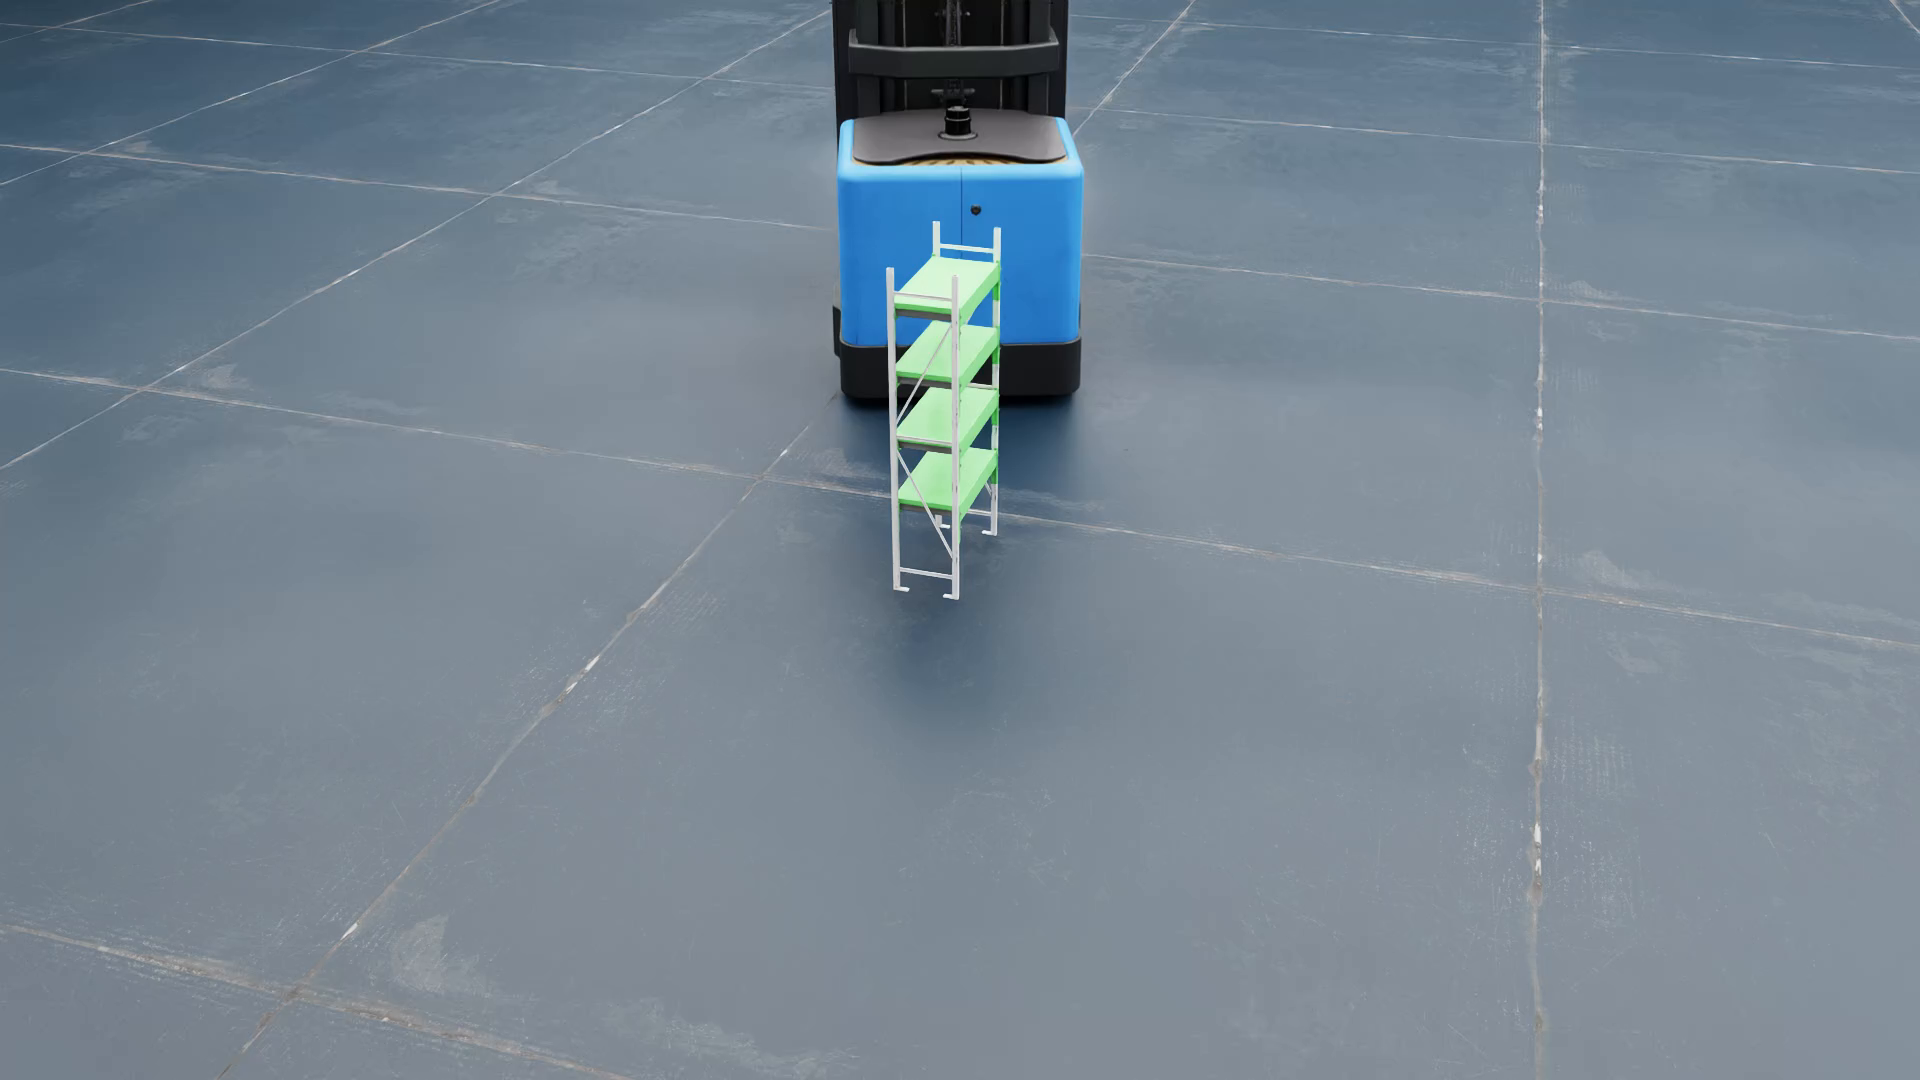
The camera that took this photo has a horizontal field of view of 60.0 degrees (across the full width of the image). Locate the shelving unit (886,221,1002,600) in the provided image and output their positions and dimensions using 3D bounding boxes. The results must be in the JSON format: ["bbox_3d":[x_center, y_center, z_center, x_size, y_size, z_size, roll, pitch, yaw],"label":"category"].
[{"bbox_3d":[-0.049,-0.447,5.820,0.258,1.200,0.503,8,30,15],"label":"shelving unit"}]

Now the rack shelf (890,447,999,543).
[{"bbox_3d":[-0.049,-0.182,5.968,0.258,0.148,0.480,8,30,15],"label":"rack shelf"}]

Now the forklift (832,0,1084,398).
[{"bbox_3d":[-0.056,-2.576,7.865,1.130,2.935,3.031,-1,29,-2],"label":"forklift"}]

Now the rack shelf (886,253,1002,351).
[{"bbox_3d":[-0.049,-0.811,5.618,0.258,0.148,0.480,8,30,15],"label":"rack shelf"}]

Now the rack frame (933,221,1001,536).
[{"bbox_3d":[0.023,-0.561,6.024,0.240,1.200,0.015,8,30,15],"label":"rack frame"}]

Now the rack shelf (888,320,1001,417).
[{"bbox_3d":[-0.049,-0.601,5.734,0.258,0.148,0.480,8,30,15],"label":"rack shelf"}]

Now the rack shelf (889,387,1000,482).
[{"bbox_3d":[-0.049,-0.392,5.851,0.258,0.148,0.480,8,30,15],"label":"rack shelf"}]

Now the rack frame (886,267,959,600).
[{"bbox_3d":[-0.120,-0.334,5.616,0.240,1.200,0.015,8,30,15],"label":"rack frame"}]
